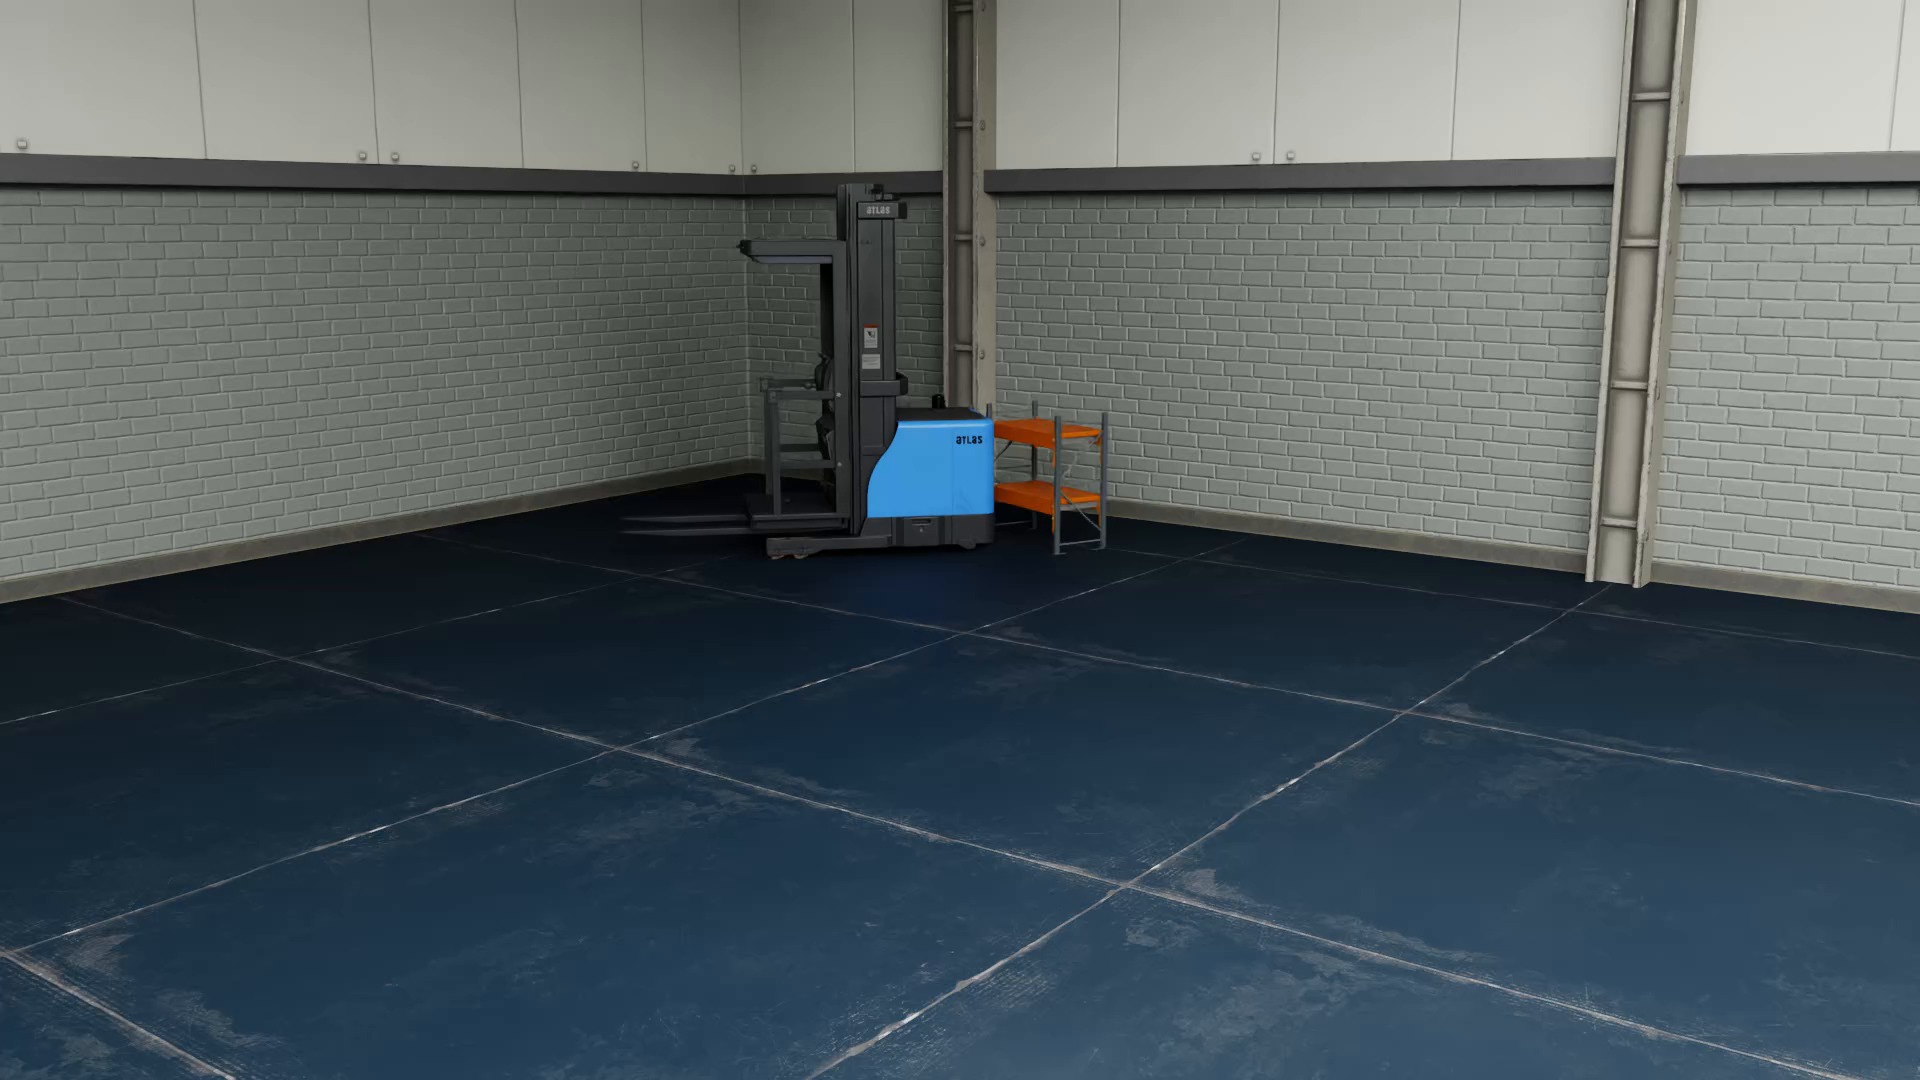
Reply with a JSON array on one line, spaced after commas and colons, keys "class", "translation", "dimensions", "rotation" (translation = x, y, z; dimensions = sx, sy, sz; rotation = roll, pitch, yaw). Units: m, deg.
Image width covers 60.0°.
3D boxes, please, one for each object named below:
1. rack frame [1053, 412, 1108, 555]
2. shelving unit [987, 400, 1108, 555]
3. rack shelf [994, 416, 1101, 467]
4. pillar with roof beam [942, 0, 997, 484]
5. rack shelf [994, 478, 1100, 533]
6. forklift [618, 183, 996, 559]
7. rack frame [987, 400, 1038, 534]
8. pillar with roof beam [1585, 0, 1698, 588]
[{"class": "rack frame", "translation": [0.975, -0.457, 13.431], "dimensions": [0.500, 1.125, 0.032], "rotation": [-7, 13, -31]}, {"class": "shelving unit", "translation": [0.712, -0.540, 13.857], "dimensions": [0.538, 1.125, 1.048], "rotation": [-7, 13, -31]}, {"class": "rack shelf", "translation": [0.712, -0.827, 13.802], "dimensions": [0.538, 0.278, 1.000], "rotation": [-7, 13, -31]}, {"class": "pillar with roof beam", "translation": [-2.461, -4.127, 11.669], "dimensions": [0.400, 9.000, 9.100], "rotation": [8, 13, 36]}, {"class": "rack shelf", "translation": [0.712, -0.299, 13.904], "dimensions": [0.538, 0.278, 1.000], "rotation": [-7, 13, -31]}, {"class": "forklift", "translation": [-1.276, -1.393, 13.514], "dimensions": [3.031, 2.935, 1.130], "rotation": [-2, 11, -10]}, {"class": "rack frame", "translation": [0.448, -0.622, 14.284], "dimensions": [0.500, 1.125, 0.032], "rotation": [-7, 13, -31]}, {"class": "pillar with roof beam", "translation": [2.375, -3.452, 8.182], "dimensions": [0.400, 9.000, 9.100], "rotation": [8, 13, 36]}]
